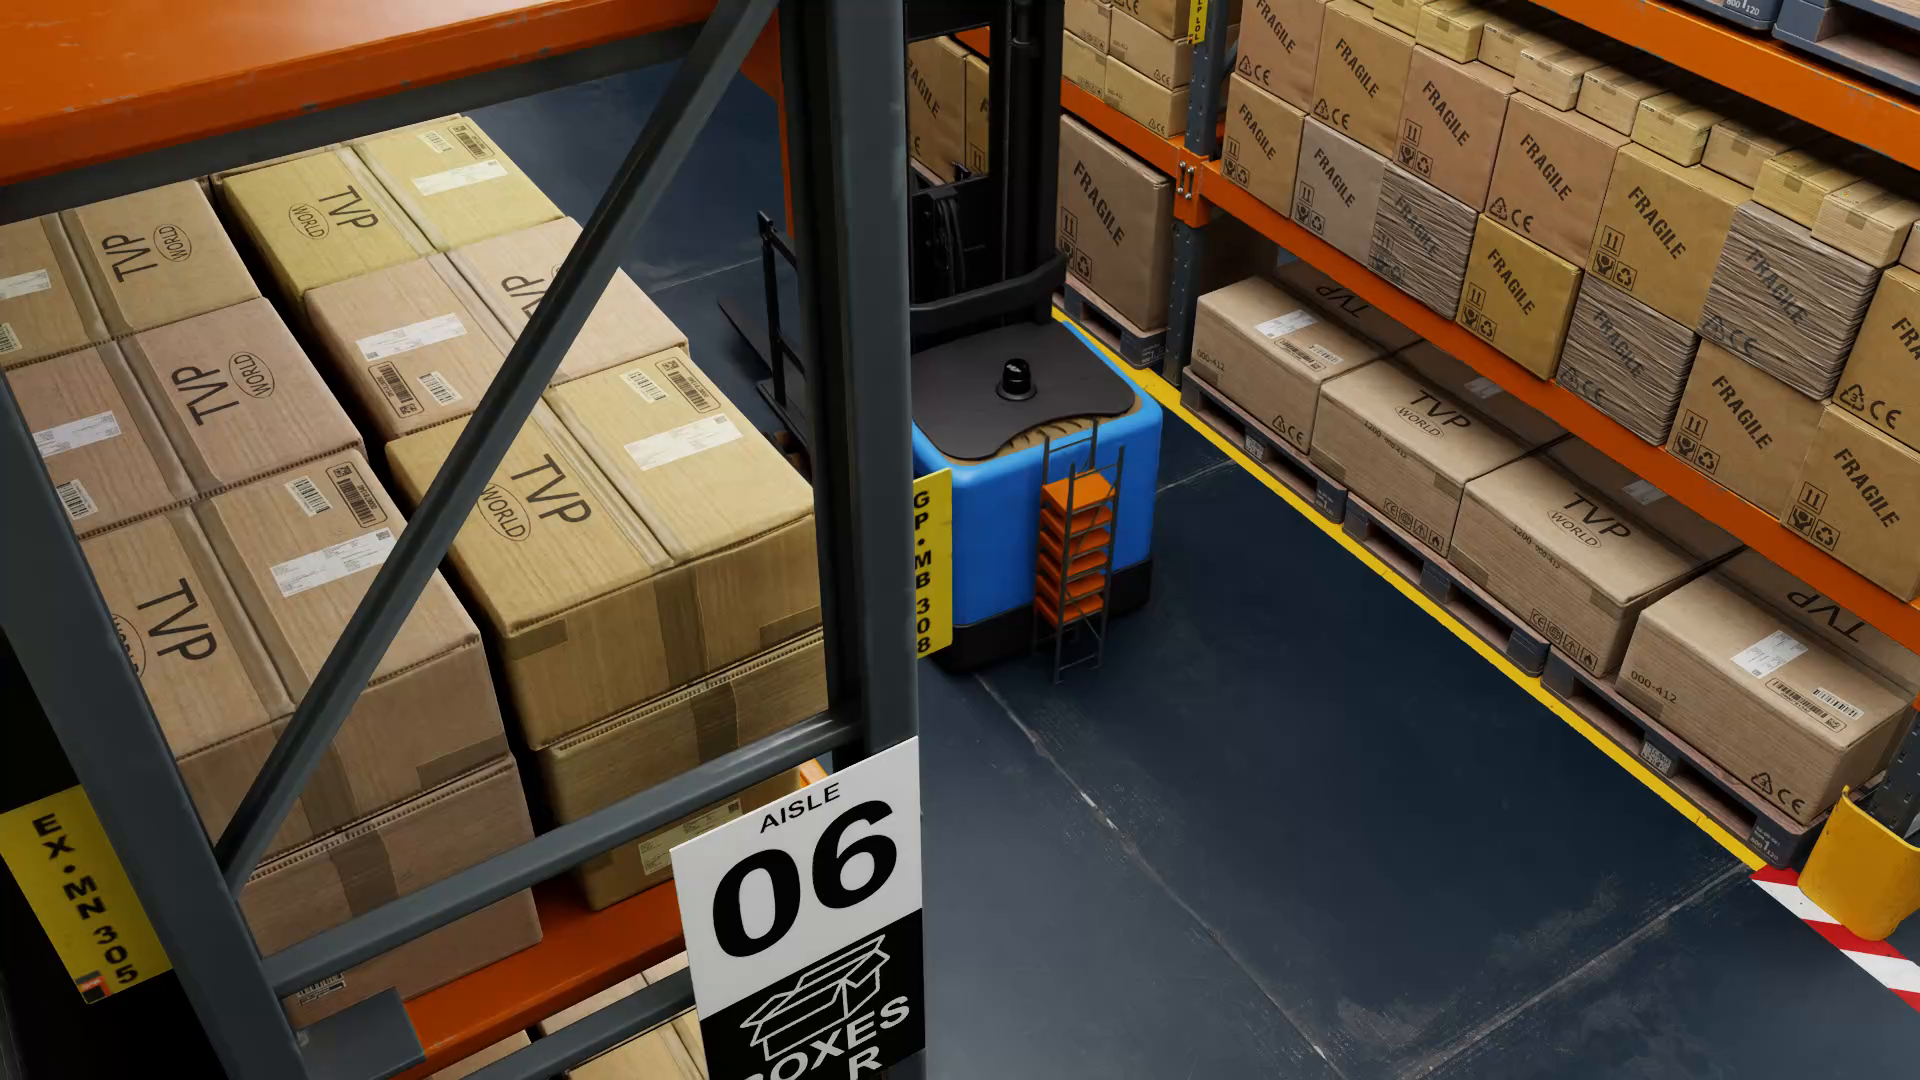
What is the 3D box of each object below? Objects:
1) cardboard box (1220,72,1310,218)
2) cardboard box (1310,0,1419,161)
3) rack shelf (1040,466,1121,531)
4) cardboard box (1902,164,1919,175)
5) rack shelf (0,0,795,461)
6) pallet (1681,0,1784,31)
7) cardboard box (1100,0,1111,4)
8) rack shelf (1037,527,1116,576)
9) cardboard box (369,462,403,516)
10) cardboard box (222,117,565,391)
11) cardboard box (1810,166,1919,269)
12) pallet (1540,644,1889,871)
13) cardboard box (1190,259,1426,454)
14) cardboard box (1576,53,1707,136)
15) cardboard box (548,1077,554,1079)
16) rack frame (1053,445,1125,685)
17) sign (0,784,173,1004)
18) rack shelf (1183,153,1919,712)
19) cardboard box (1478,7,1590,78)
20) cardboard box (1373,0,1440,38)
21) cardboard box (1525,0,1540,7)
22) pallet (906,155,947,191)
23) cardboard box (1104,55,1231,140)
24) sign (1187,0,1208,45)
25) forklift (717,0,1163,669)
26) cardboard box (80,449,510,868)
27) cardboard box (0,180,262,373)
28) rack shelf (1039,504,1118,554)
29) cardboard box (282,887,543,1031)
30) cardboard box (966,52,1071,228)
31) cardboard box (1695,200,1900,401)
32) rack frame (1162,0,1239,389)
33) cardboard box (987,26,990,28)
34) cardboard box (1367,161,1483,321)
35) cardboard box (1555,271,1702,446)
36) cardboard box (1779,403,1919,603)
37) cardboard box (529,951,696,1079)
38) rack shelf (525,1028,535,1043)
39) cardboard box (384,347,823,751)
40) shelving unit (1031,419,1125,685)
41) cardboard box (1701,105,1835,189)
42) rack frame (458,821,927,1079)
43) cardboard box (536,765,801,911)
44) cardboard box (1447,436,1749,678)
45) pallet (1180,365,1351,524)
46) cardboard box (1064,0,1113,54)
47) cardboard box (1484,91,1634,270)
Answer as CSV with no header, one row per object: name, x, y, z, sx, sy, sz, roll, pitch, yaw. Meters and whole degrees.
cardboard box,1.552,-1.846,7.543,0.500,0.500,0.500,-21,44,-23
cardboard box,1.838,-1.958,6.897,0.500,0.500,0.500,-23,45,-25
rack shelf,0.470,-0.164,6.512,0.258,0.103,0.180,-20,46,-22
cardboard box,3.313,-1.383,5.700,0.380,0.149,0.250,-24,45,-26
rack shelf,-1.587,-1.388,2.950,1.077,0.370,4.000,-22,45,-24
pallet,2.603,-2.166,5.732,1.003,0.211,1.213,-22,45,-24
cardboard box,0.784,-3.004,8.153,0.500,0.500,0.500,-21,44,-24
rack shelf,0.465,0.015,6.671,0.258,0.103,0.180,-20,46,-22
cardboard box,-0.811,-0.091,3.057,0.500,0.250,0.500,-21,44,-24
cardboard box,-1.078,-0.555,3.224,0.500,0.250,0.500,-23,45,-25
cardboard box,2.943,-1.027,5.274,0.380,0.149,0.250,-23,45,-25
pallet,3.175,0.675,6.775,1.003,0.211,1.213,-22,45,-24
cardboard box,1.767,-0.952,8.222,0.875,0.438,0.875,-23,45,-25
cardboard box,2.451,-1.606,5.968,0.380,0.149,0.250,-21,44,-23
cardboard box,-0.804,1.292,4.052,0.380,0.149,0.250,-23,45,-25
rack frame,0.509,0.126,6.662,0.240,1.200,0.006,-20,46,-22
sign,-0.991,0.407,1.884,0.100,0.325,0.005,-22,45,-24
rack shelf,2.596,-0.795,6.922,1.077,0.370,4.000,-22,45,-24
cardboard box,2.200,-1.890,6.310,0.380,0.149,0.250,-22,45,-25
cardboard box,1.877,-2.151,6.622,0.380,0.149,0.250,-23,45,-25
cardboard box,2.446,-2.195,6.675,0.380,0.149,0.250,-23,45,-25
pallet,0.382,-2.129,10.140,1.003,0.211,1.213,-22,45,-24
cardboard box,1.066,-2.248,8.222,0.500,0.250,0.500,-23,45,-25
sign,1.068,-2.373,7.412,0.100,0.325,0.005,-22,45,-24
forklift,-0.299,-1.516,7.279,1.130,2.935,3.031,-19,43,-21
cardboard box,-0.986,0.174,2.349,0.500,0.250,0.500,-23,45,-26
cardboard box,-1.552,-0.381,3.016,0.500,0.250,0.500,-22,44,-24
rack shelf,0.467,-0.074,6.592,0.258,0.103,0.180,-20,46,-22
cardboard box,-0.879,0.570,2.576,0.380,0.149,0.250,-21,44,-23
cardboard box,0.627,-2.288,9.484,0.875,0.875,0.875,-21,44,-23
cardboard box,2.905,-0.864,5.585,0.500,0.500,0.500,-22,45,-24
rack frame,1.520,-2.151,7.988,1.000,3.000,0.127,-22,45,-24
cardboard box,0.257,-3.080,9.220,0.500,0.250,0.500,-22,45,-24
cardboard box,2.081,-1.302,6.891,0.500,0.500,0.500,-22,45,-24
cardboard box,2.646,-0.750,6.228,0.500,0.500,0.500,-21,44,-23
cardboard box,3.188,-0.199,5.568,0.500,0.500,0.500,-22,45,-24
cardboard box,-0.800,1.053,4.028,0.500,0.250,0.500,-22,44,-24
rack shelf,-1.587,0.916,4.870,1.077,0.370,4.000,-22,45,-24
cardboard box,-0.539,-0.008,2.568,0.500,0.250,0.500,-23,45,-25
shelving unit,0.464,0.072,6.721,0.258,1.200,0.189,-20,46,-22
cardboard box,2.761,-1.343,5.652,0.380,0.149,0.250,-23,45,-25
rack frame,-0.512,1.719,3.344,1.000,3.000,0.127,-22,45,-24
cardboard box,-0.487,0.411,2.767,0.380,0.149,0.250,-21,44,-24
cardboard box,2.733,0.019,7.058,0.875,0.438,0.875,-21,44,-23
pallet,1.863,-0.642,8.355,1.003,0.211,1.213,-22,45,-24
cardboard box,0.803,-2.706,8.381,0.500,0.250,0.500,-21,44,-23
cardboard box,2.373,-1.404,6.233,0.500,0.500,0.500,-23,45,-25
